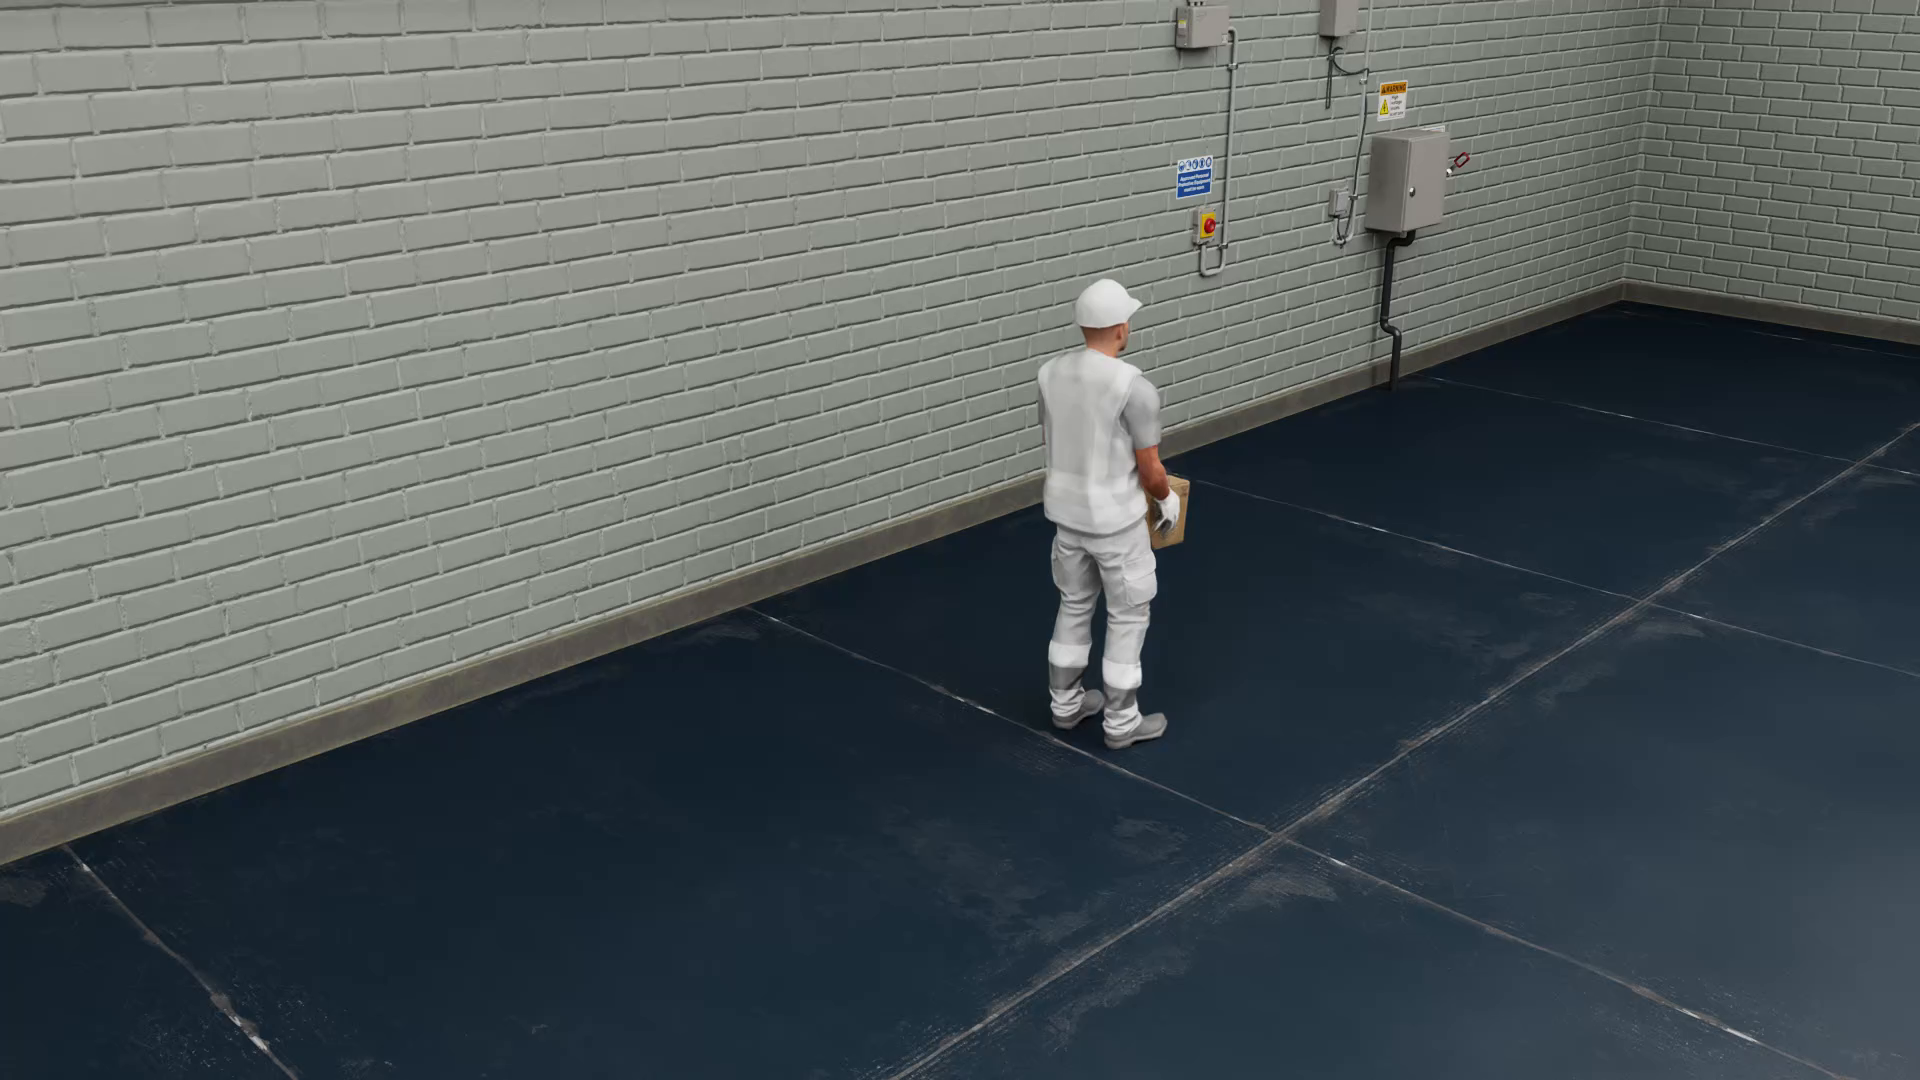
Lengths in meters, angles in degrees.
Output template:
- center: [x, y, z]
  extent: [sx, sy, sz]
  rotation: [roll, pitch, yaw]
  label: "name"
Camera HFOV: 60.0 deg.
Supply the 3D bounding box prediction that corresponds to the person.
- center: [0.555, -0.104, 6.316]
  extent: [0.533, 1.793, 0.474]
  rotation: [18, 27, 40]
  label: "person"
